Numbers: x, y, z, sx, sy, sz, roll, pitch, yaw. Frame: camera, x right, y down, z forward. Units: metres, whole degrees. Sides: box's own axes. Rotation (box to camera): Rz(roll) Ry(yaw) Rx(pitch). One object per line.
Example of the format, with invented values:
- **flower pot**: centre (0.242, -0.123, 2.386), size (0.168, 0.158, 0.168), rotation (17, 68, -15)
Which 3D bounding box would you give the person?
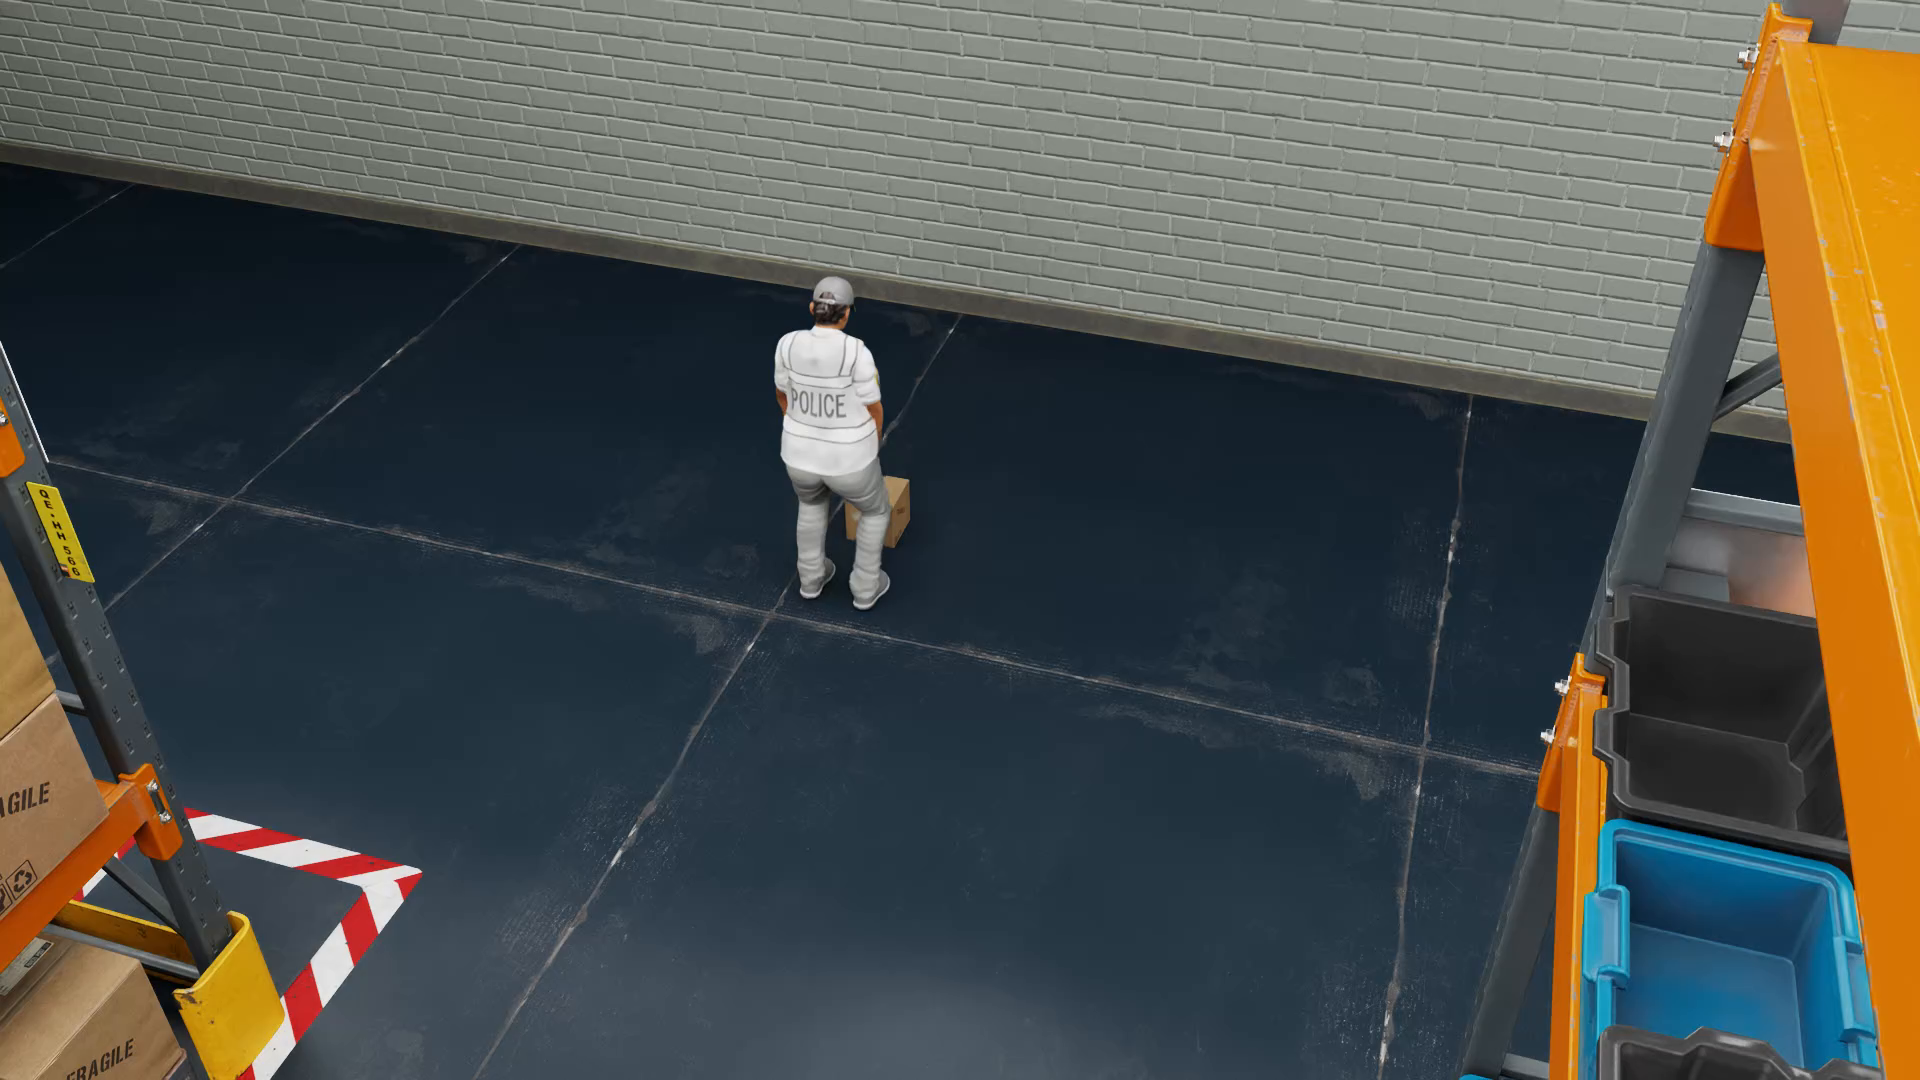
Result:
- **person**: centre (-0.580, -0.414, 7.498), size (0.504, 1.600, 0.513), rotation (12, 39, 15)
